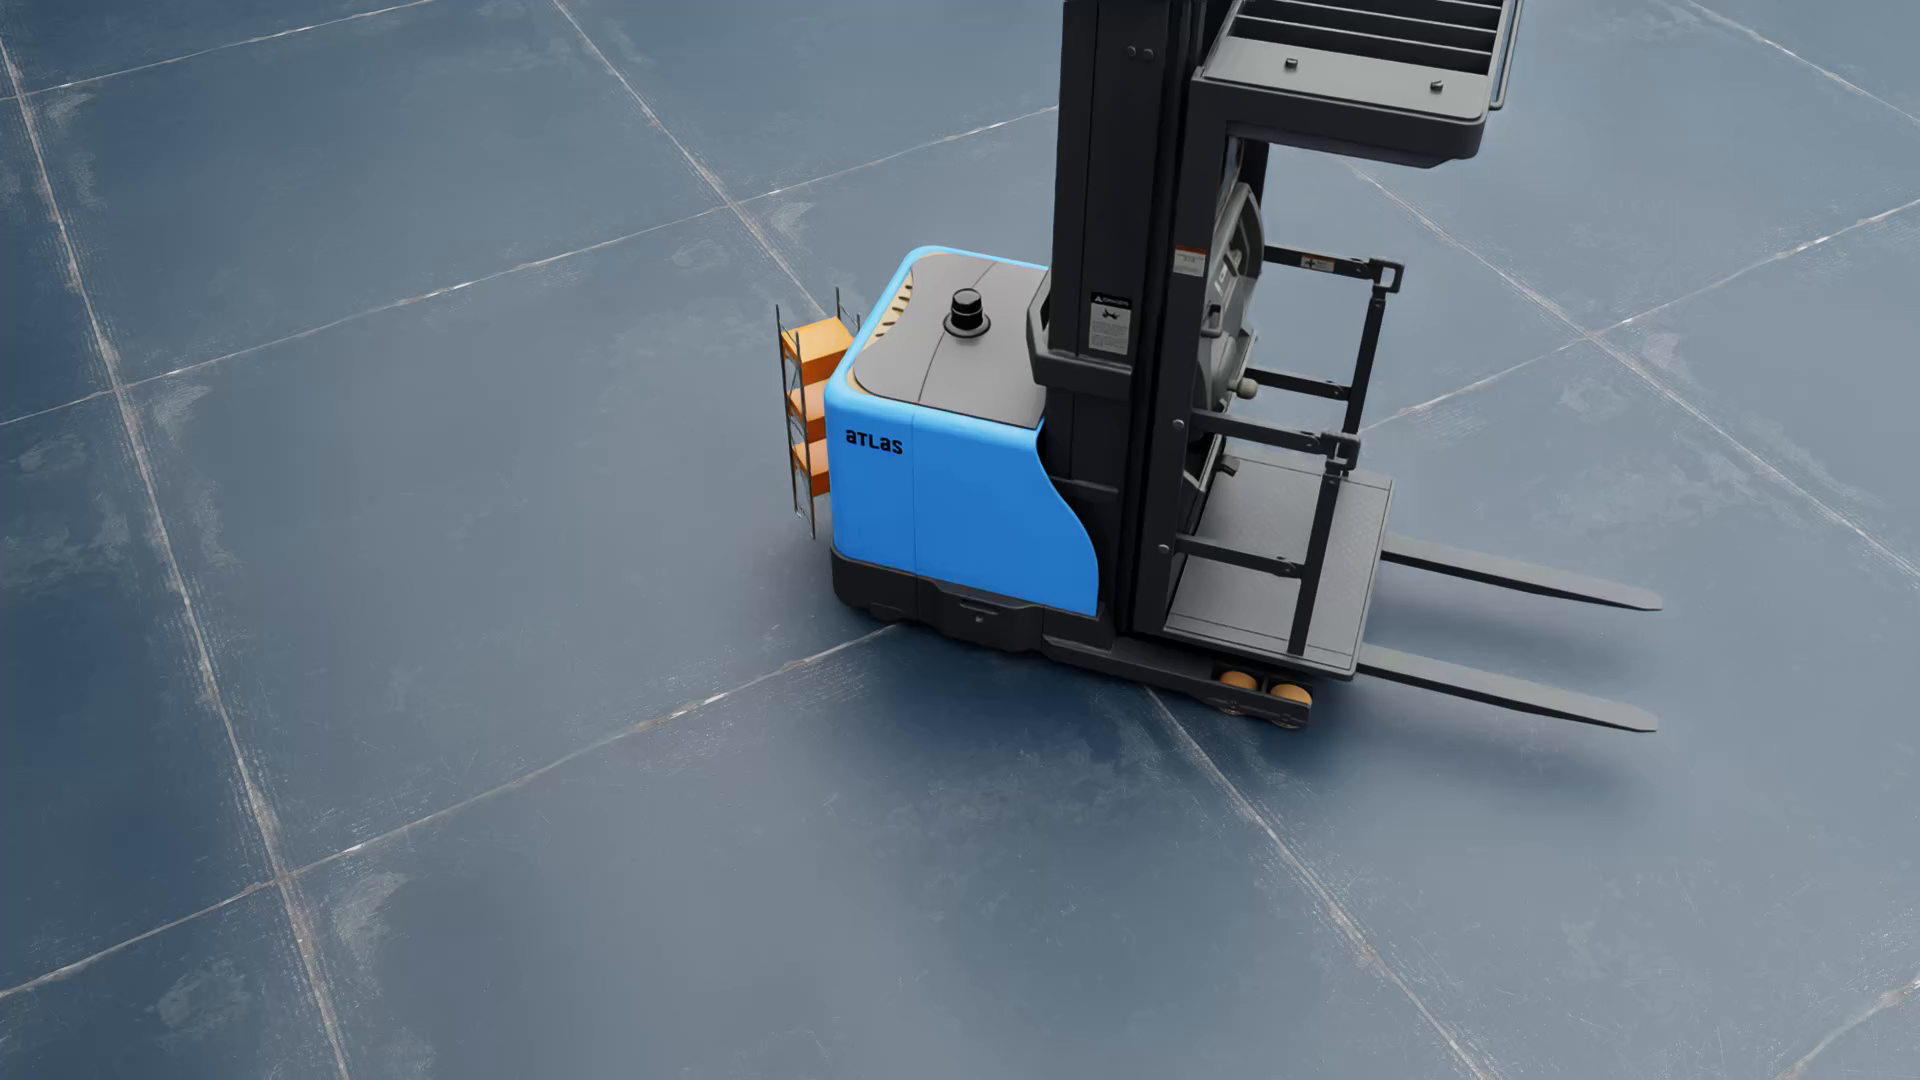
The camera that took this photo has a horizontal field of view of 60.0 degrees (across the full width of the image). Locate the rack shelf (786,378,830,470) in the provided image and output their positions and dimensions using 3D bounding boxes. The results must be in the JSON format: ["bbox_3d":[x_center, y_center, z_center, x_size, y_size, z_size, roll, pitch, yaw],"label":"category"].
[{"bbox_3d":[-0.525,-0.467,6.493,0.240,0.259,0.215,-20,48,-19],"label":"rack shelf"}]

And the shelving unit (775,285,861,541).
[{"bbox_3d":[-0.525,-0.475,6.486,0.252,1.050,0.215,-20,48,-19],"label":"shelving unit"}]

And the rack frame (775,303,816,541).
[{"bbox_3d":[-0.633,-0.436,6.445,0.008,1.050,0.200,-20,48,-19],"label":"rack frame"}]

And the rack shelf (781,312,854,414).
[{"bbox_3d":[-0.525,-0.671,6.295,0.240,0.259,0.215,-20,48,-19],"label":"rack shelf"}]

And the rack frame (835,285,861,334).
[{"bbox_3d":[-0.417,-0.514,6.526,0.008,1.050,0.200,-20,48,-19],"label":"rack frame"}]

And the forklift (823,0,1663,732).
[{"bbox_3d":[1.082,-0.787,5.456,3.031,2.935,1.130,13,46,13],"label":"forklift"}]

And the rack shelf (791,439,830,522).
[{"bbox_3d":[-0.525,-0.268,6.687,0.240,0.259,0.215,-20,48,-19],"label":"rack shelf"}]
